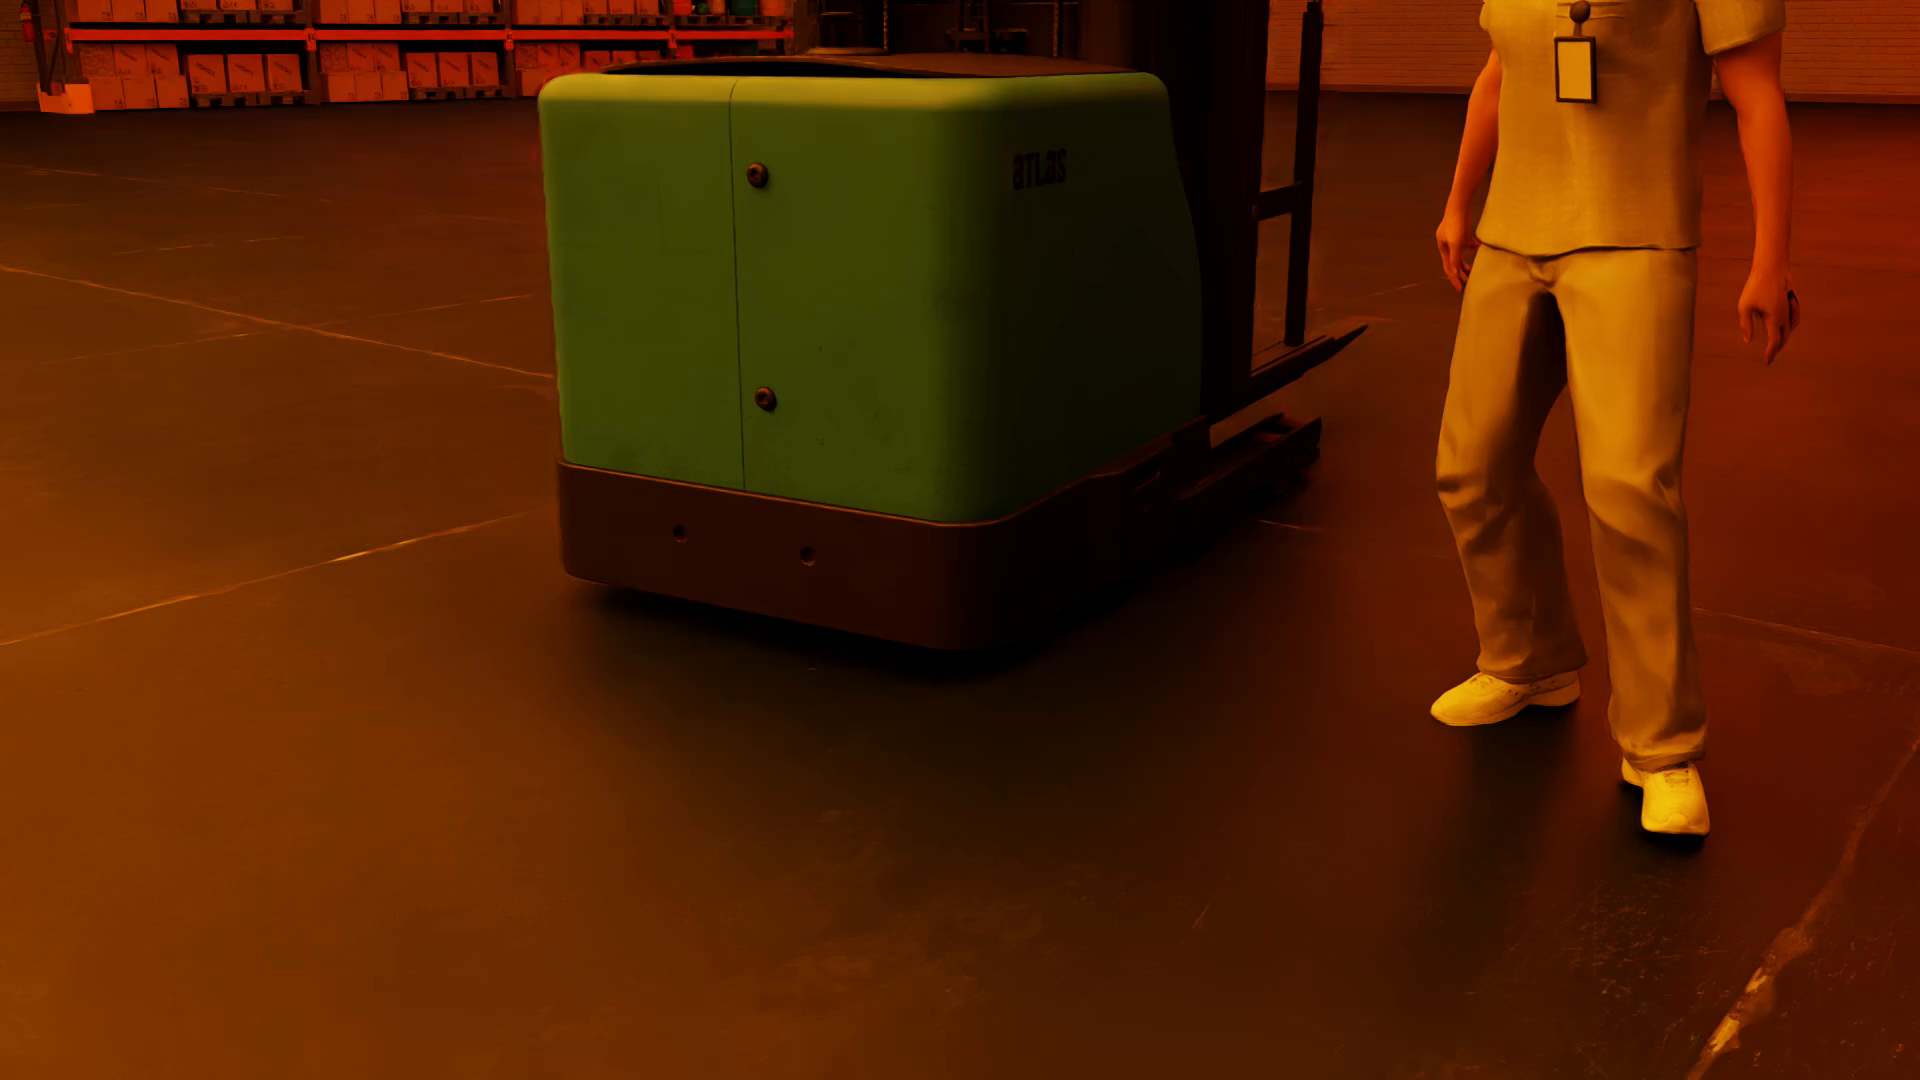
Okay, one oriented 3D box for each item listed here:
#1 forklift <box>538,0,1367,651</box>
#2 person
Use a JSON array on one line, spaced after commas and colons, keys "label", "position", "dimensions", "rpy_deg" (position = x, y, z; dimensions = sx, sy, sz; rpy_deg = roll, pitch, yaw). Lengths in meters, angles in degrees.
[{"label": "forklift", "position": [0.324, -1.577, 4.091], "dimensions": [1.130, 2.935, 3.031], "rpy_deg": [9, 19, 28]}, {"label": "person", "position": [1.004, -0.435, 2.584], "dimensions": [0.390, 1.645, 0.779], "rpy_deg": [-10, 19, -29]}]
